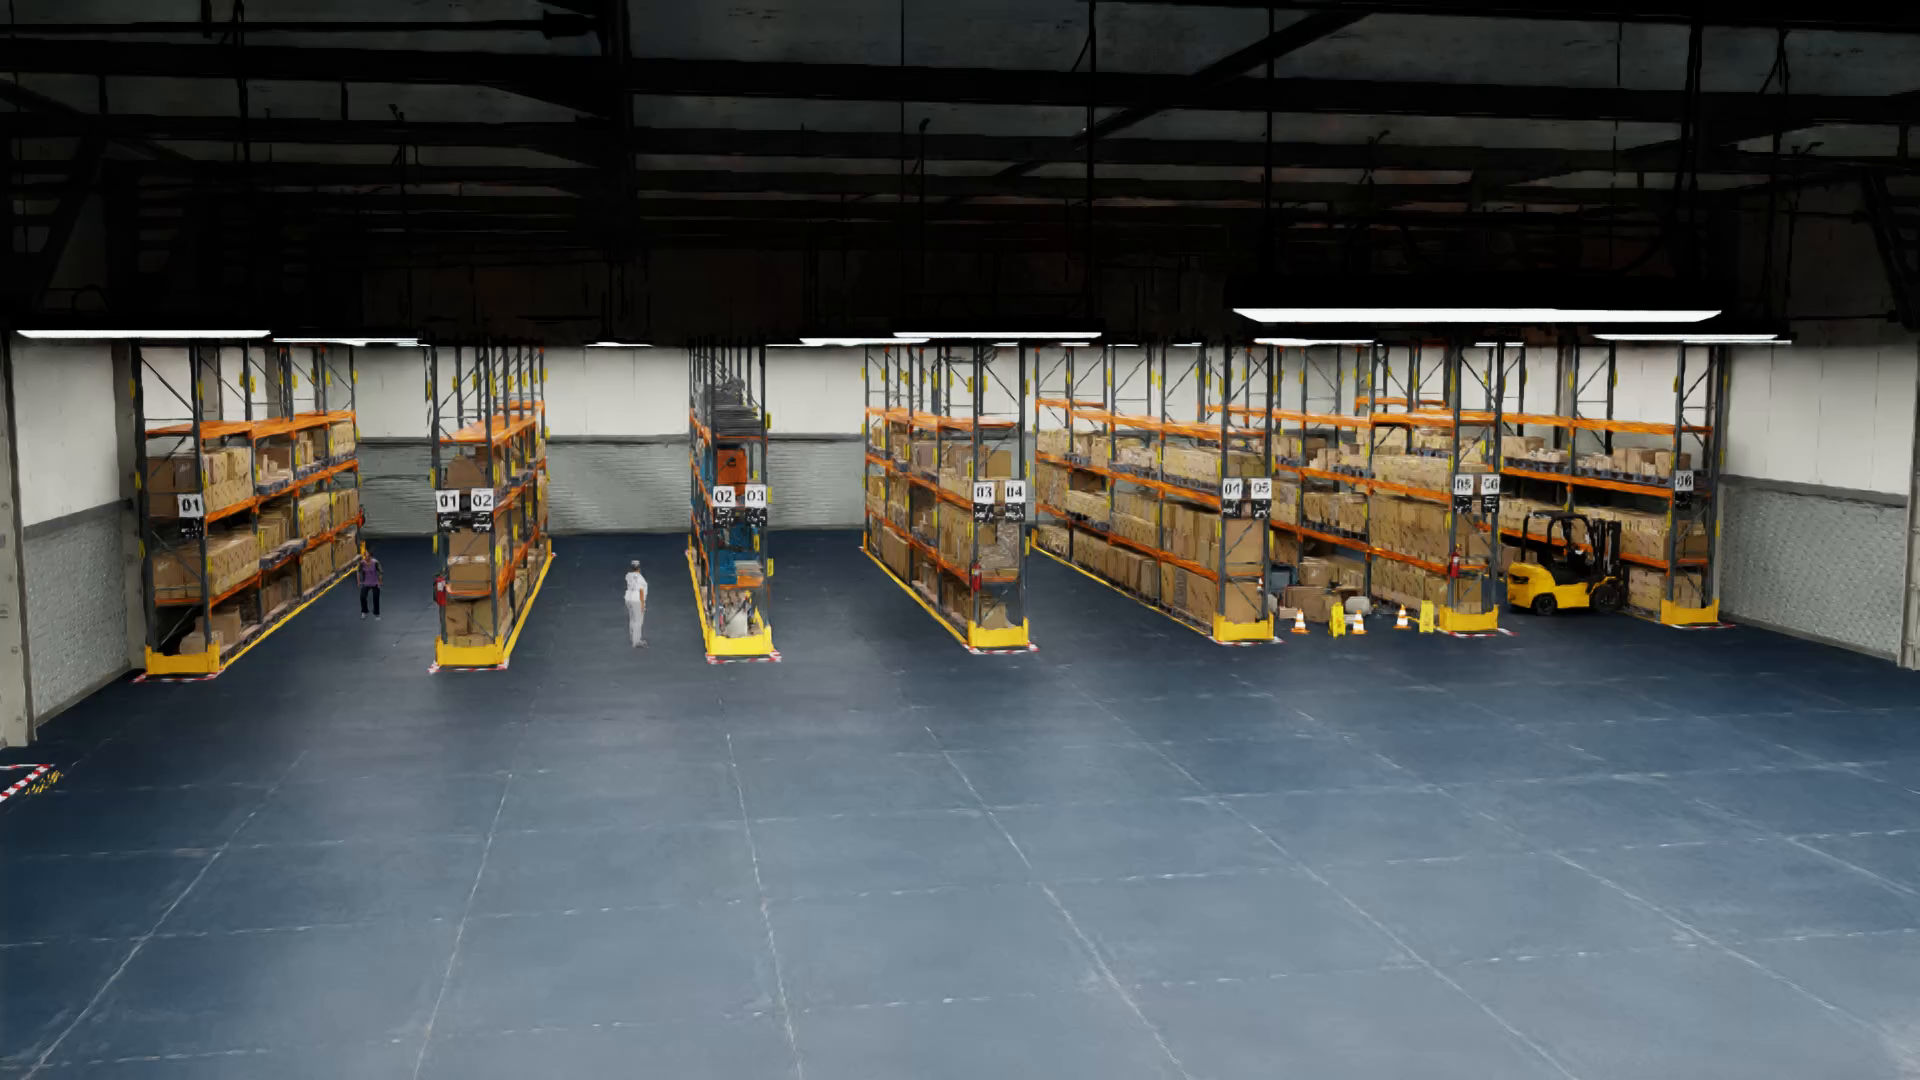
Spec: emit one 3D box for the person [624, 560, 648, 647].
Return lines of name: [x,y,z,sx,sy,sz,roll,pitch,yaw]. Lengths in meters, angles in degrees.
person: [-6.235,1.215,32.114,0.443,1.661,0.526,-6,9,-41]

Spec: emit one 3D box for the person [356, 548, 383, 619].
person: [-12.532,0.926,35.294,0.552,1.540,0.516,-1,7,-13]
